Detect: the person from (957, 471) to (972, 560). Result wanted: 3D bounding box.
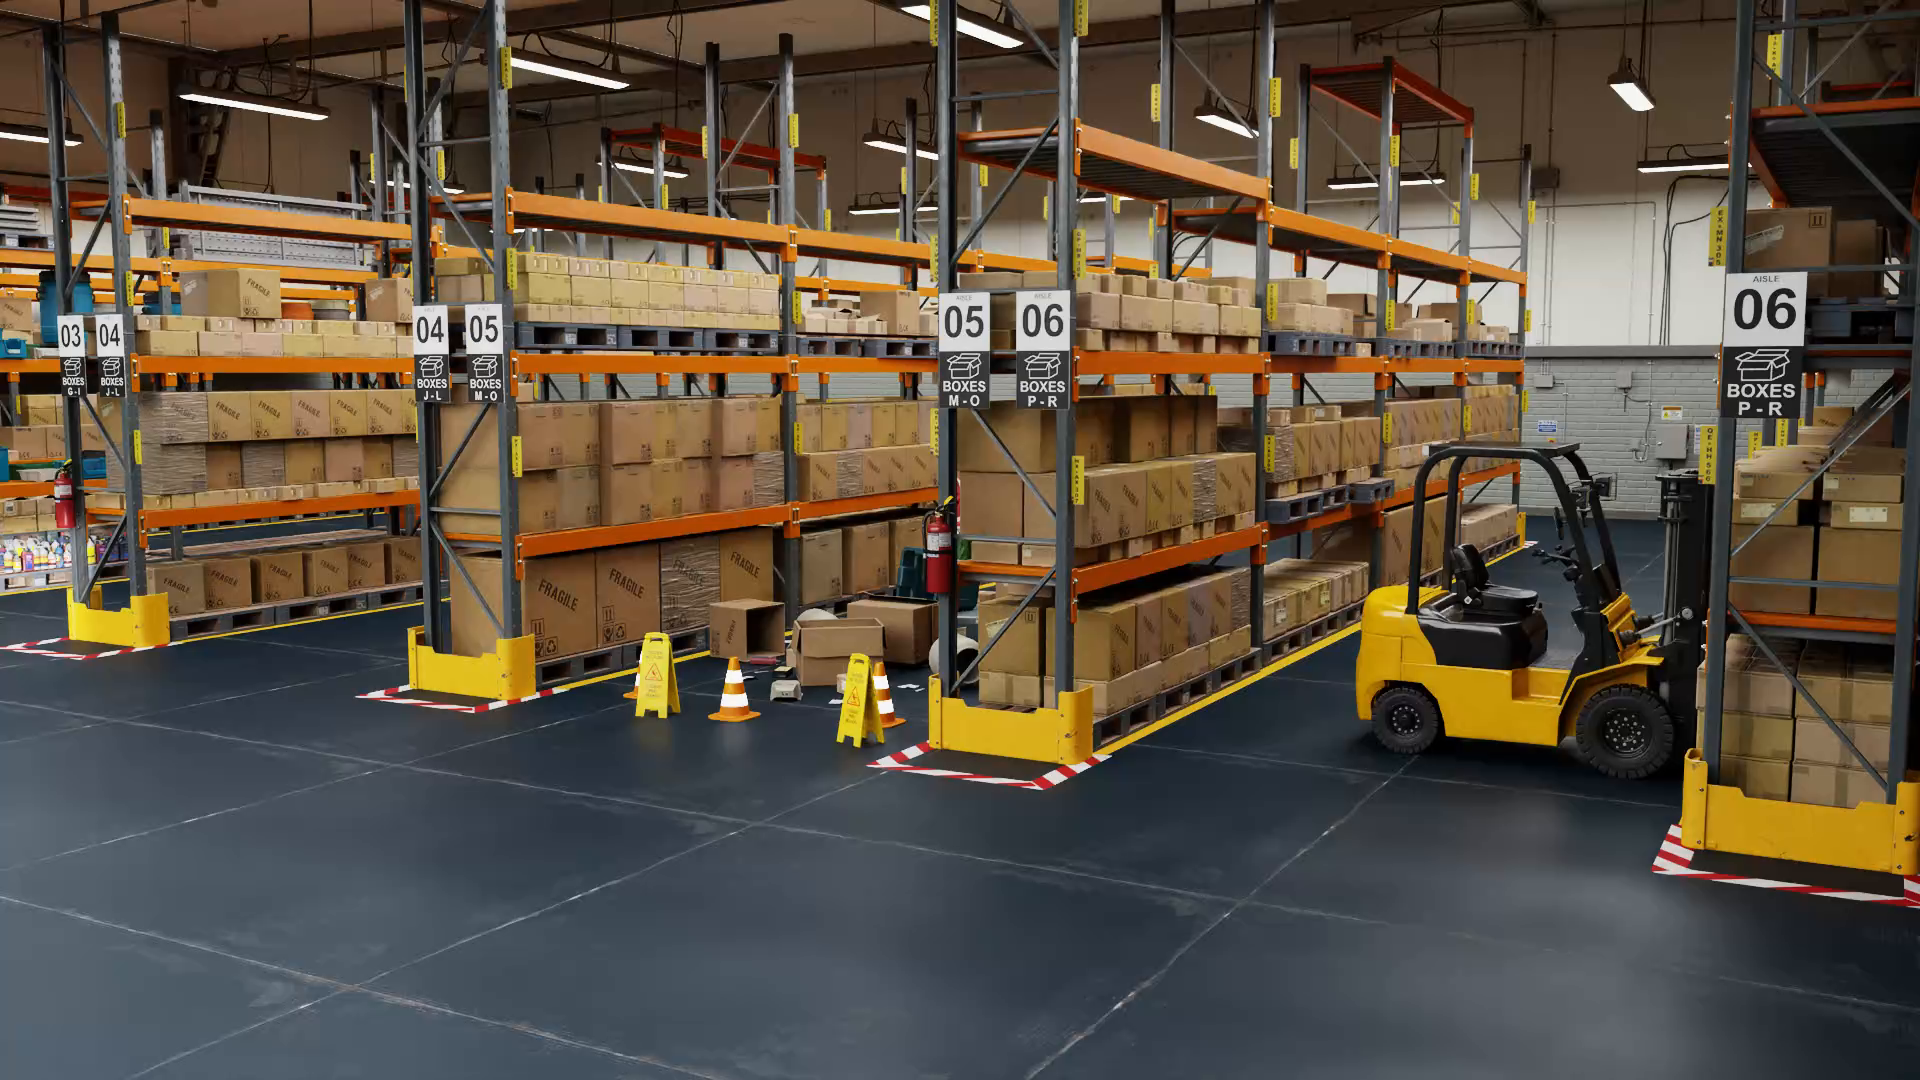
[{"bbox_3d":[0.080,-0.081,18.152,0.564,1.788,0.637,3,7,29],"label":"person"}]
